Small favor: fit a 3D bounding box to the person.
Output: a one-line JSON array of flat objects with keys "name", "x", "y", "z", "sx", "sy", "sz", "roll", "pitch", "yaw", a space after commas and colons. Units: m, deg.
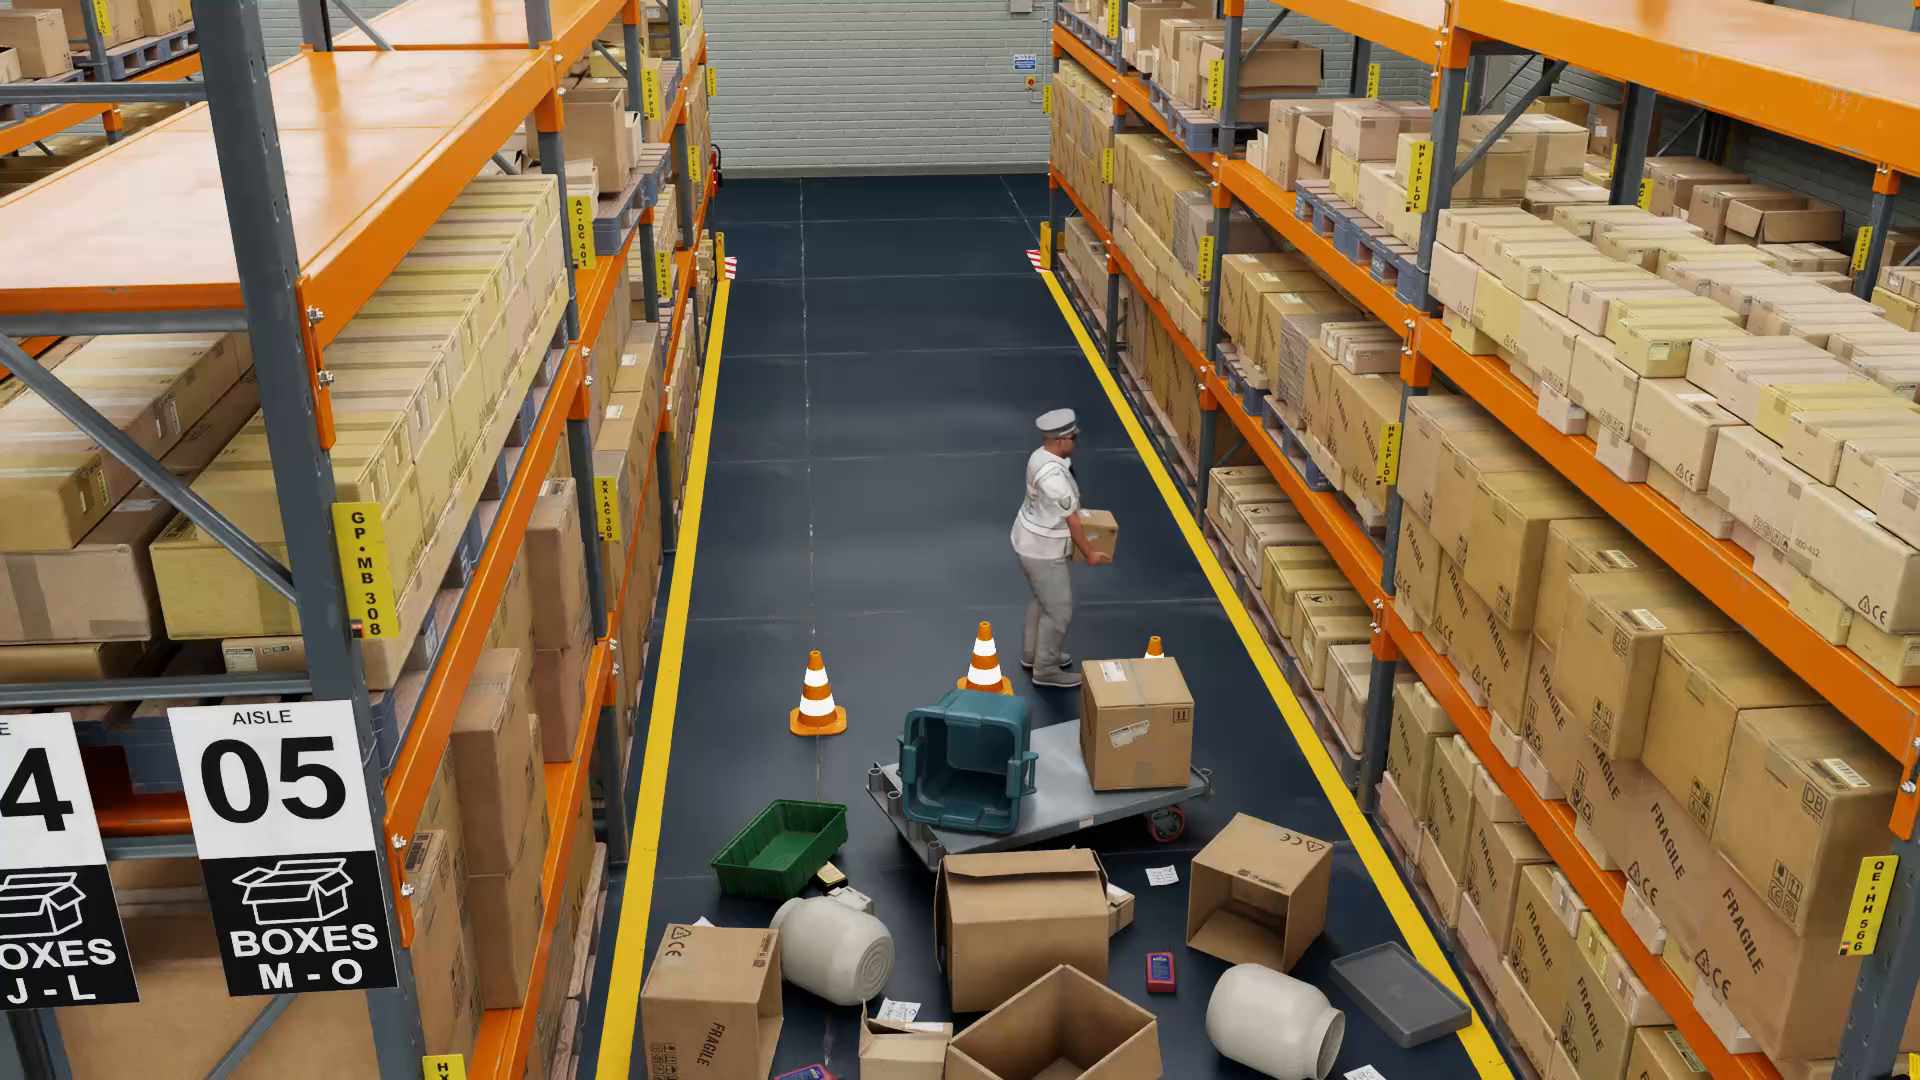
[{"name": "person", "x": 0.607, "y": 0.043, "z": 10.217, "sx": 0.582, "sy": 1.761, "sz": 0.488, "roll": -3, "pitch": 24, "yaw": -6}]
